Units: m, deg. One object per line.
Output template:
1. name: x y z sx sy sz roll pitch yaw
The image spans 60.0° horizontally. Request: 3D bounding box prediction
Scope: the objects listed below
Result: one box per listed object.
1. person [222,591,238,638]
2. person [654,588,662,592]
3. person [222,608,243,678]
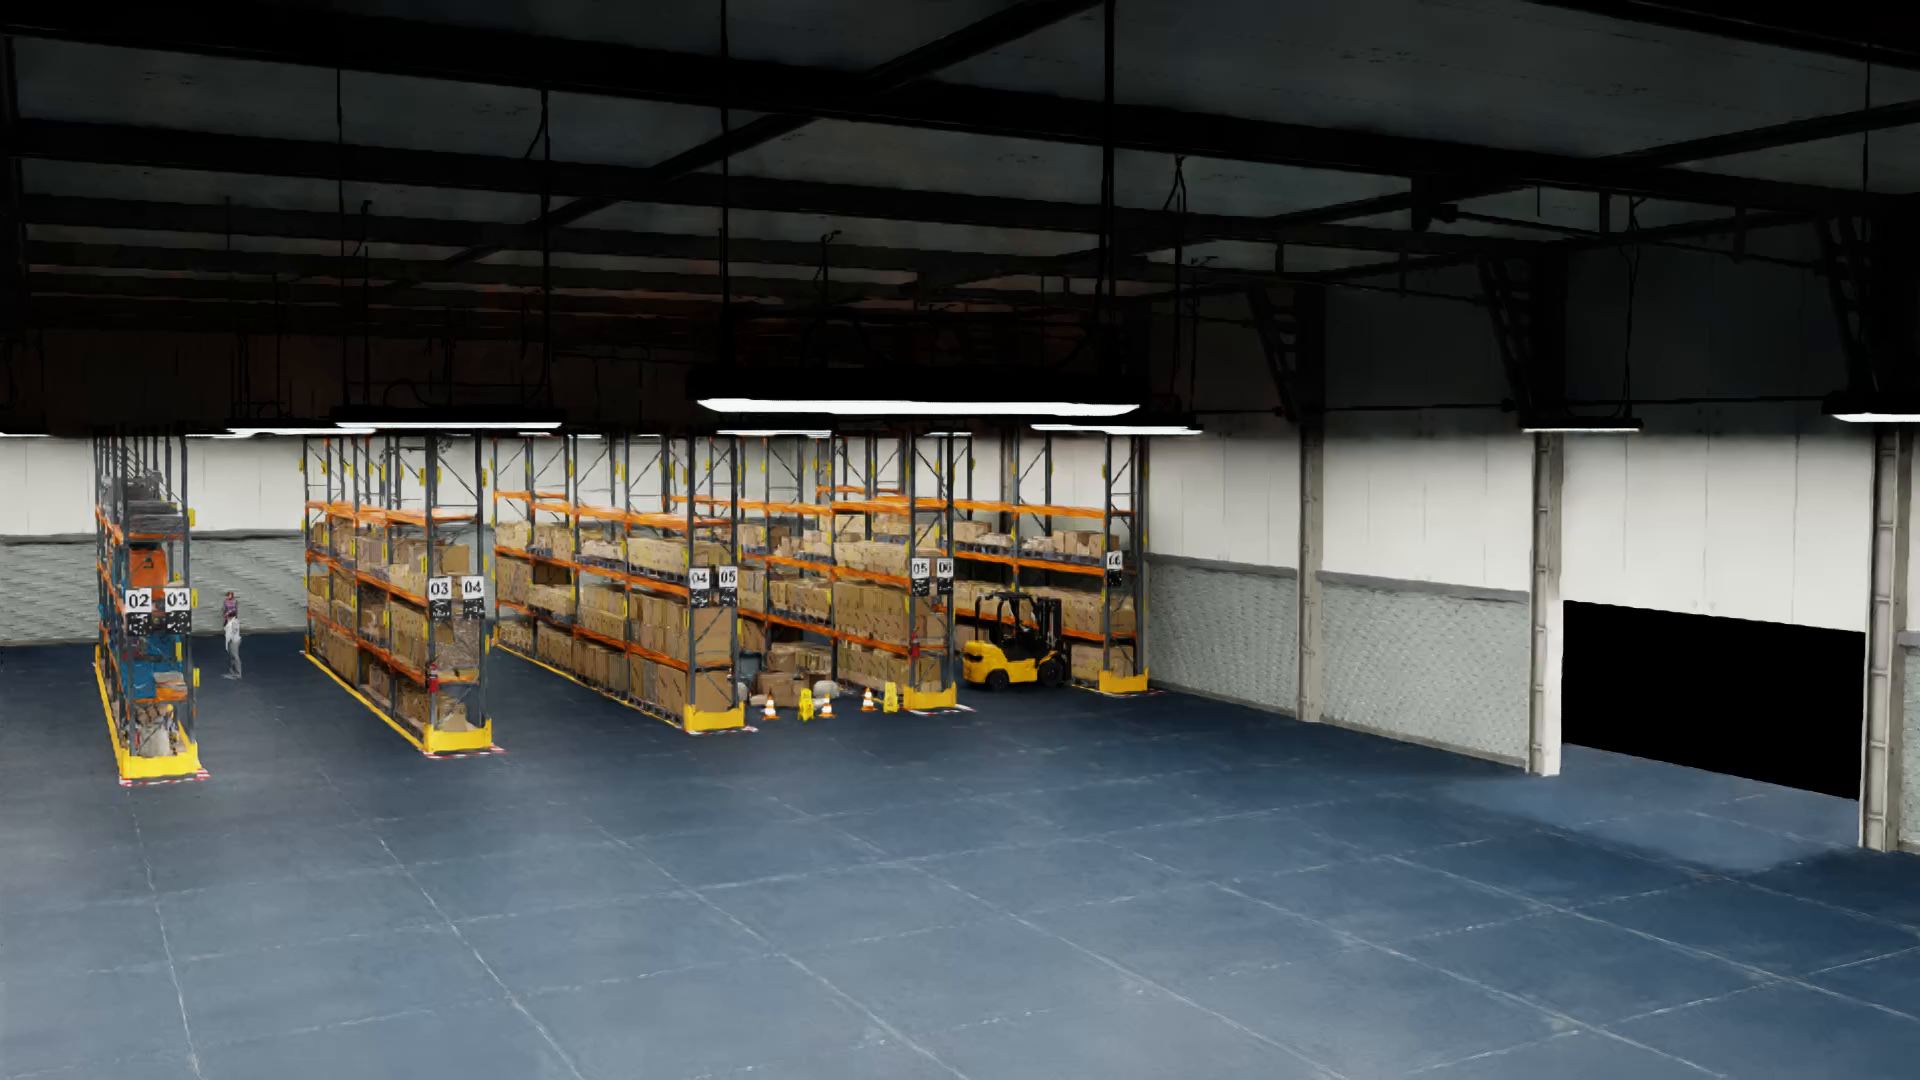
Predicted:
1. person: -20.276 2.155 46.185 0.417 1.517 1.037 -2 4 -27
2. person: -8.104 2.125 44.470 0.583 1.786 0.658 0 3 -7
3. person: -17.460 2.462 39.868 0.555 1.664 0.586 0 3 -3
